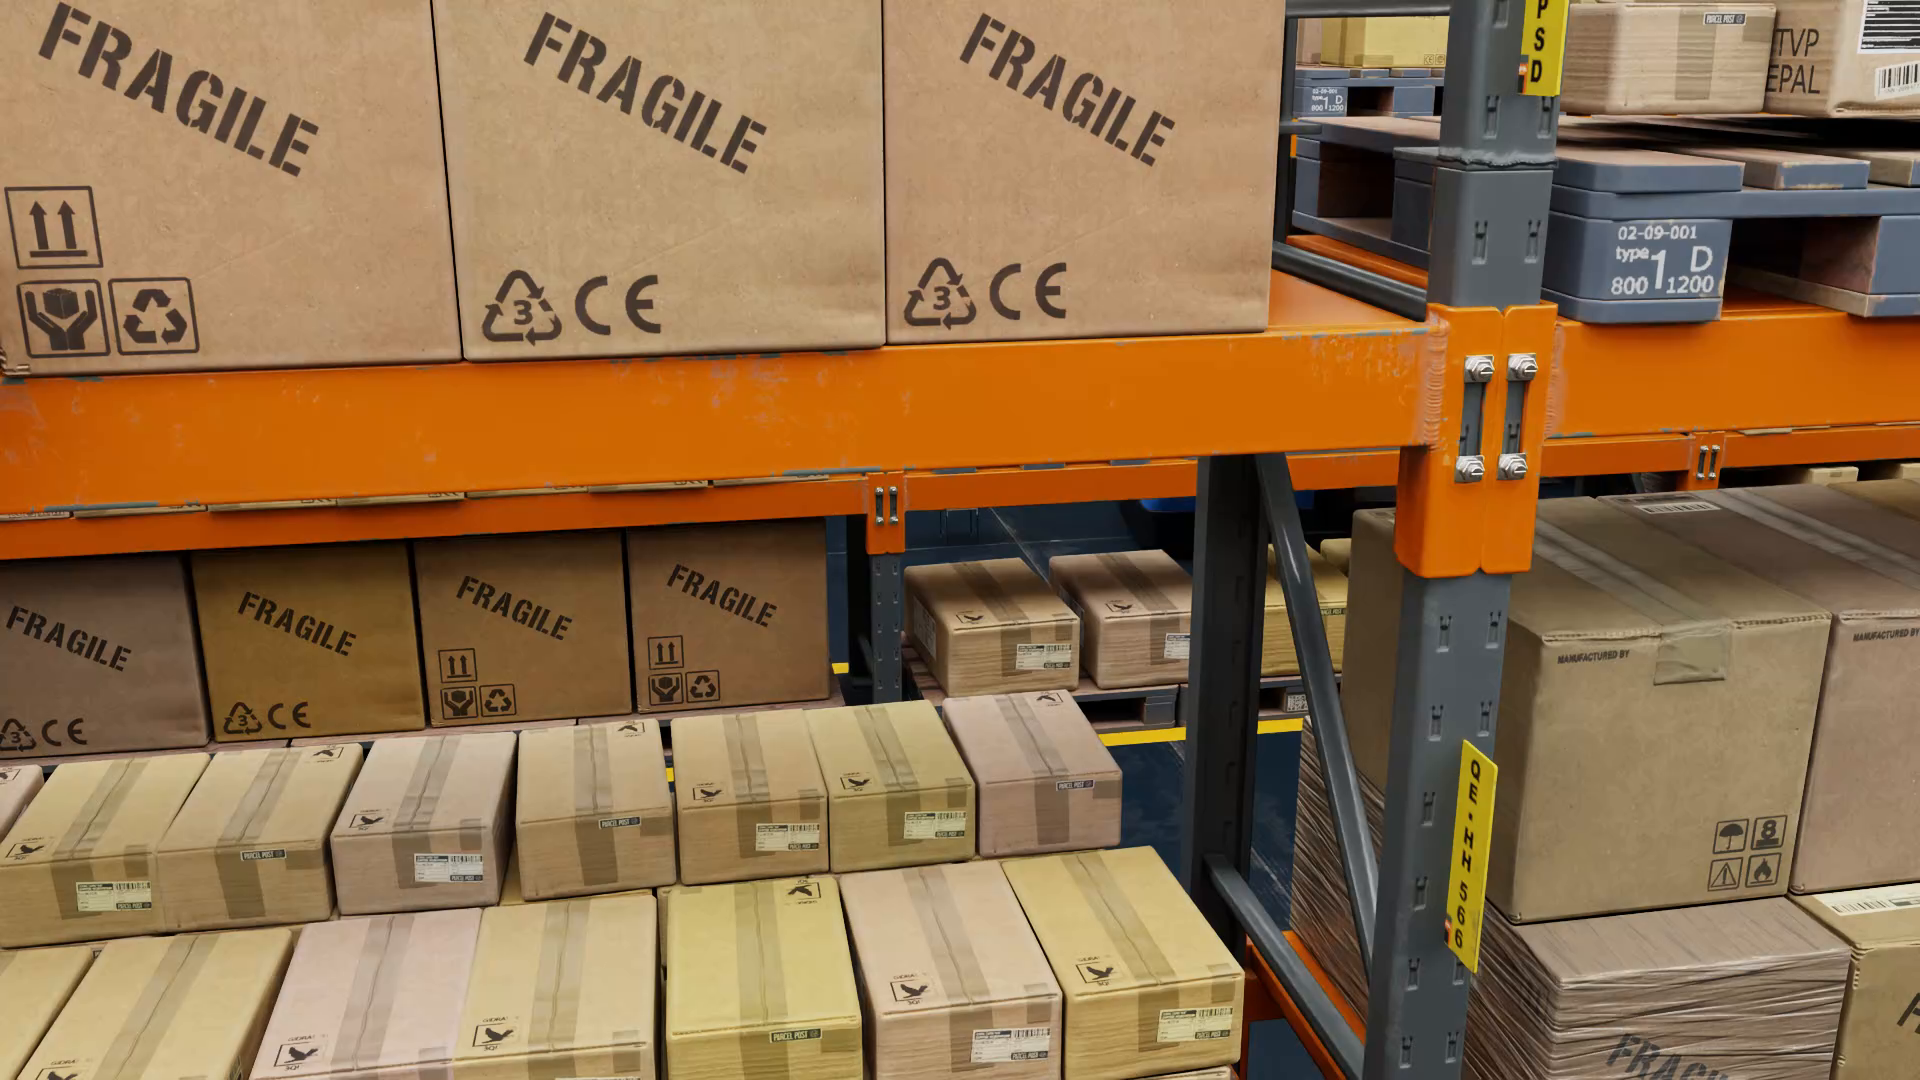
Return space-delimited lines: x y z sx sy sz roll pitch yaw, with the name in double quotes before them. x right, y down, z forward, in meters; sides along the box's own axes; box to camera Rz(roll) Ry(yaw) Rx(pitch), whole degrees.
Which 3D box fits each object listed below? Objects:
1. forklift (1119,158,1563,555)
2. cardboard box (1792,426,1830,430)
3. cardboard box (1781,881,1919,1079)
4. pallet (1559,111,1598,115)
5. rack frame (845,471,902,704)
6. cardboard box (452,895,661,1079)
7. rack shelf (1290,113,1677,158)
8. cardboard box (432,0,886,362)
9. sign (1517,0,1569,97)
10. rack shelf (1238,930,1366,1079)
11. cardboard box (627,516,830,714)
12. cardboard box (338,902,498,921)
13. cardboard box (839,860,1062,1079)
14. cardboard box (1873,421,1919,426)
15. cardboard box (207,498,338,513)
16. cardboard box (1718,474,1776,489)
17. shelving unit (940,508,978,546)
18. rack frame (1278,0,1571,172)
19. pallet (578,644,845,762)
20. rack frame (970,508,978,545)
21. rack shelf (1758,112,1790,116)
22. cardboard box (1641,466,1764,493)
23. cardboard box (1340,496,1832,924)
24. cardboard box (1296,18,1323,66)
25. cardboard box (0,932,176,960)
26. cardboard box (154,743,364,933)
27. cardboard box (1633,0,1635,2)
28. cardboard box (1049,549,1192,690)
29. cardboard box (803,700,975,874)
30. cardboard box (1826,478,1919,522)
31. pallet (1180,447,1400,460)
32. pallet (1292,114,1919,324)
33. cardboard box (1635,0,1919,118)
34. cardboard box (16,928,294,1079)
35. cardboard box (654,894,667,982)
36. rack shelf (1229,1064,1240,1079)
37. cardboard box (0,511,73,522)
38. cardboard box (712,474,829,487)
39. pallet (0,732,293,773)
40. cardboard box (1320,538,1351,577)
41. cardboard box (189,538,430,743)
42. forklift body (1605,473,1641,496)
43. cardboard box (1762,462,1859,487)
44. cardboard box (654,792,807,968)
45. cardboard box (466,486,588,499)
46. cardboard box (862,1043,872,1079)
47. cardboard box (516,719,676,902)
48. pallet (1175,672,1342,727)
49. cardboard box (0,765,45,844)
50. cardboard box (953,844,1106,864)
"forklift" 2.620 -1.462 10.580 3.031 2.935 1.130 -1 17 -4
"cardboard box" 4.115 -0.664 8.294 0.250 0.149 0.380 -3 17 -9
"cardboard box" 1.609 0.790 2.962 0.500 0.500 0.500 -3 17 -11
"pallet" 2.881 -2.171 7.981 1.003 0.211 1.213 -3 17 -10
"rack frame" -0.420 -0.608 7.681 0.127 3.000 1.000 -3 17 -10
"cardboard box" -0.542 0.652 2.279 0.250 0.149 0.380 -3 17 -9
"rack shelf" 1.544 -1.809 7.709 4.000 0.370 1.077 -3 17 -10
"cardboard box" -0.383 -0.531 2.153 0.500 0.500 0.500 -3 17 -10
"sign" 0.719 -0.711 2.027 0.005 0.325 0.100 -3 17 -10
"rack shelf" 2.582 1.046 3.522 4.000 0.370 1.077 -3 17 -10
"cardboard box" -1.114 0.222 7.884 0.875 0.875 0.875 -3 17 -11
"cardboard box" -0.914 0.619 2.893 0.250 0.149 0.380 -3 17 -10
"cardboard box" -0.023 0.622 2.379 0.250 0.149 0.380 -3 17 -11
"cardboard box" 4.620 -0.692 8.383 0.250 0.149 0.380 -3 17 -9
"cardboard box" -2.851 -0.315 6.983 0.500 0.250 0.500 -3 17 -11
"cardboard box" 4.138 -0.030 8.492 0.500 0.500 0.500 -2 17 -8
"shelving unit" -0.008 -0.430 10.678 0.210 0.900 0.258 -3 17 -10
"rack frame" 0.618 -2.054 2.172 0.127 3.000 1.000 -3 17 -10
"pallet" -1.209 0.748 8.018 1.213 0.211 1.003 -3 17 -10
"rack frame" 0.092 -0.435 10.697 0.006 0.900 0.240 -3 17 -10
"rack shelf" 5.471 -2.032 8.434 4.000 0.370 1.077 -3 17 -10
"cardboard box" 4.037 -0.185 8.997 0.500 0.500 0.500 -3 17 -11
"cardboard box" 1.061 0.266 2.964 0.500 0.500 0.700 -3 17 -11
"cardboard box" 1.869 -2.413 7.992 0.500 0.250 0.500 -3 17 -11
"cardboard box" -1.423 0.648 2.798 0.250 0.149 0.380 -3 17 -8
"cardboard box" -1.163 0.492 2.799 0.250 0.149 0.380 -3 17 -9
"cardboard box" 1.587 -0.971 3.021 0.500 0.311 0.500 -3 17 -10
"cardboard box" 0.859 0.376 8.240 0.625 0.372 0.950 -4 17 -12
"cardboard box" -0.136 0.434 2.988 0.250 0.149 0.380 -4 17 -12
"cardboard box" 2.060 0.208 3.152 0.500 0.500 0.700 -4 17 -11
"pallet" 1.516 -0.638 8.107 1.213 0.211 1.003 -3 17 -10
"pallet" 1.240 -0.581 2.807 1.003 0.211 1.213 -2 17 -8
"cardboard box" 1.371 -0.803 2.474 0.500 0.311 0.500 -3 17 -10
"cardboard box" -1.046 0.680 2.190 0.250 0.149 0.380 -2 17 -8
"cardboard box" -0.652 0.745 2.989 0.250 0.149 0.380 -2 17 -8
"rack shelf" -1.346 1.269 2.796 4.000 0.370 1.077 -3 17 -10
"cardboard box" -3.865 -0.261 6.810 0.500 0.250 0.500 -4 17 -12
"cardboard box" -0.867 -0.433 7.368 0.500 0.250 0.500 -4 17 -12
"pallet" -3.604 0.884 7.576 1.213 0.211 1.003 -3 17 -10
"cardboard box" 2.287 0.296 8.499 0.625 0.372 0.950 -2 17 -7
"cardboard box" -2.869 0.320 7.564 0.875 0.875 0.875 -3 17 -9
"forklift body" 4.974 -1.447 11.858 1.214 2.155 2.313 -3 17 -10
"cardboard box" 4.272 -0.330 8.363 0.250 0.149 0.380 -3 17 -10
"cardboard box" -0.422 0.592 2.983 0.250 0.149 0.380 -4 17 -12
"cardboard box" -1.864 -0.376 7.184 0.500 0.250 0.500 -3 17 -11
"cardboard box" -0.042 0.765 2.418 0.250 0.149 0.380 -3 17 -8
"cardboard box" -0.638 0.461 2.900 0.250 0.149 0.380 -4 18 -13
"pallet" 1.543 0.615 8.449 1.213 0.211 1.003 -3 17 -10
"cardboard box" -1.672 0.521 2.707 0.250 0.149 0.380 -4 18 -13
"cardboard box" 0.106 0.560 3.086 0.250 0.149 0.380 -2 17 -8
